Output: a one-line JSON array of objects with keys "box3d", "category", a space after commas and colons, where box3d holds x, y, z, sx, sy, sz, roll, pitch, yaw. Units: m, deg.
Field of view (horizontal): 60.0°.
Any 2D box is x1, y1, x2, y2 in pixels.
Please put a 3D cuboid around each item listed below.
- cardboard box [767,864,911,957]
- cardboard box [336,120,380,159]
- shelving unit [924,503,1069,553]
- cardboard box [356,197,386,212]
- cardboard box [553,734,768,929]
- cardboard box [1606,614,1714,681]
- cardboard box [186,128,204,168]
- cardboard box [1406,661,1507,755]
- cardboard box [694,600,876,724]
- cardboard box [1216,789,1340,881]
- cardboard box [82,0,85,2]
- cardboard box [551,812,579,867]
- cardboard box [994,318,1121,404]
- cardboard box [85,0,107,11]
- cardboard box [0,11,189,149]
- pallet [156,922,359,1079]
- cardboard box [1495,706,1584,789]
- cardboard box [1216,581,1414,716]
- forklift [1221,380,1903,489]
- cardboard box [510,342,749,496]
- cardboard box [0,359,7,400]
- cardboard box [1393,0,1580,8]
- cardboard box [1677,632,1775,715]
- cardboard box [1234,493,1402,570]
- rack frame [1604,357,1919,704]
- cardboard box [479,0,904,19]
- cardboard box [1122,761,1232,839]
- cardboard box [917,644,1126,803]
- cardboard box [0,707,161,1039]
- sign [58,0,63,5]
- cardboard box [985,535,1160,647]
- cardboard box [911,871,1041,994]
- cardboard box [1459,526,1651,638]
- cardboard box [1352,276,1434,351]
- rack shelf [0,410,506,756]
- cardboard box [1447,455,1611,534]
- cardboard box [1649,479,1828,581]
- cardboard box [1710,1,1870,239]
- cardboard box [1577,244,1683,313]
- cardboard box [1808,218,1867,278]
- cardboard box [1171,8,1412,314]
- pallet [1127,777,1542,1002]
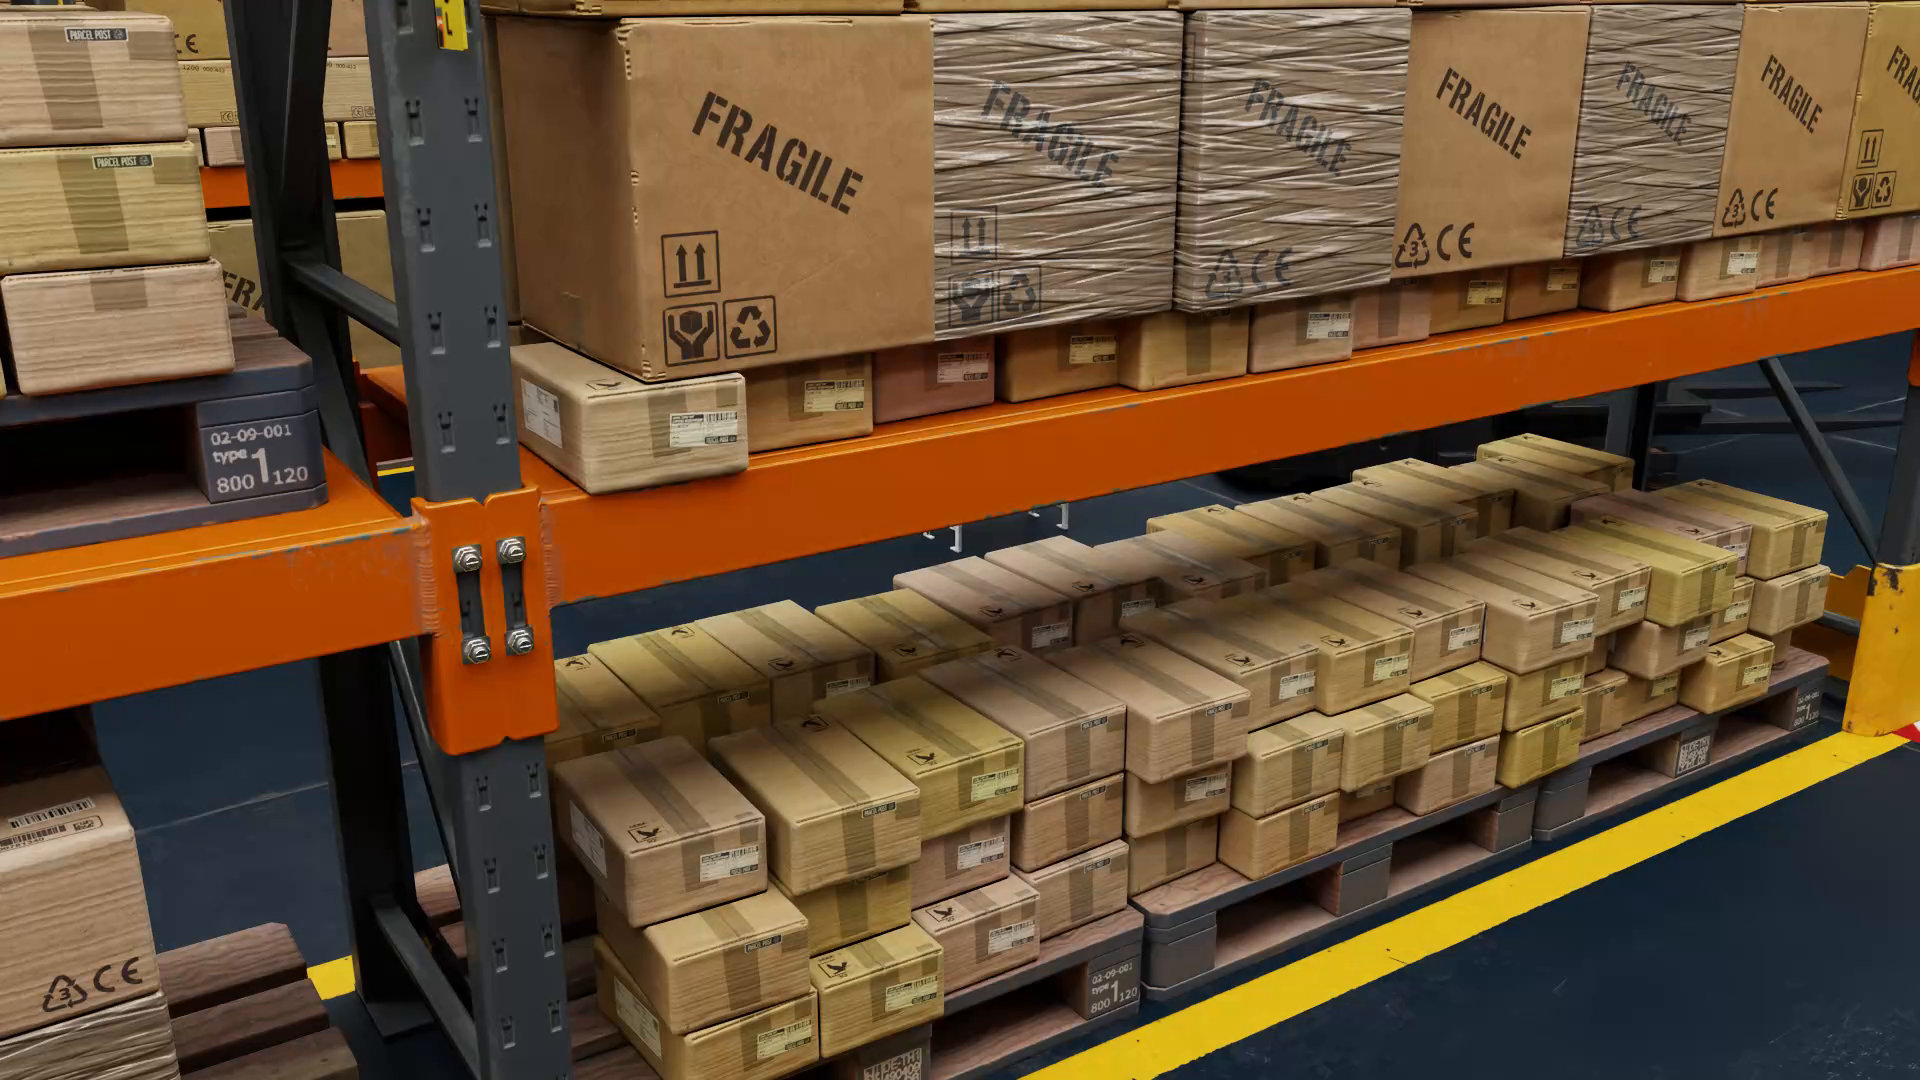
[{"box3d": [-0.294, 0.604, 3.106, 0.250, 0.149, 0.380, -12, 22, -31], "category": "cardboard box"}, {"box3d": [-2.490, -1.688, 6.947, 0.250, 0.149, 0.380, -13, 22, -33], "category": "cardboard box"}, {"box3d": [0.138, -0.598, 6.139, 0.503, 1.200, 0.258, -12, 22, -31], "category": "shelving unit"}, {"box3d": [-2.231, -1.150, 7.626, 0.875, 0.875, 0.875, -12, 22, -31], "category": "cardboard box"}, {"box3d": [-0.533, 0.504, 2.936, 0.250, 0.149, 0.380, -11, 22, -29], "category": "cardboard box"}, {"box3d": [1.689, 0.207, 4.279, 0.250, 0.149, 0.380, -13, 23, -34], "category": "cardboard box"}, {"box3d": [-3.148, -1.549, 6.534, 0.250, 0.149, 0.380, -12, 22, -31], "category": "cardboard box"}, {"box3d": [1.040, 0.342, 3.880, 0.250, 0.149, 0.380, -11, 21, -29], "category": "cardboard box"}, {"box3d": [-0.385, 0.276, 3.611, 0.250, 0.149, 0.380, -12, 22, -32], "category": "cardboard box"}, {"box3d": [0.608, 0.574, 3.659, 0.250, 0.149, 0.380, -13, 22, -33], "category": "cardboard box"}, {"box3d": [-7.615, -5.065, 14.826, 0.500, 0.500, 0.500, -13, 22, -33], "category": "cardboard box"}, {"box3d": [-0.846, 0.510, 3.383, 0.250, 0.149, 0.380, -11, 22, -30], "category": "cardboard box"}, {"box3d": [0.081, -0.376, 3.066, 0.250, 0.149, 0.380, -13, 23, -34], "category": "cardboard box"}, {"box3d": [-3.341, -2.282, 6.910, 0.500, 0.500, 0.500, -11, 22, -30], "category": "cardboard box"}, {"box3d": [-1.162, -0.599, 2.140, 0.250, 0.149, 0.380, -11, 21, -29], "category": "cardboard box"}, {"box3d": [-1.584, 1.098, 2.666, 1.213, 0.211, 1.003, -12, 22, -31], "category": "pallet"}, {"box3d": [1.277, 0.440, 4.055, 0.250, 0.149, 0.380, -13, 23, -34], "category": "cardboard box"}, {"box3d": [0.786, 0.236, 3.730, 0.250, 0.149, 0.380, -12, 22, -31], "category": "cardboard box"}, {"box3d": [2.557, -1.765, 6.889, 3.031, 2.935, 1.130, -1, 19, -3], "category": "forklift"}, {"box3d": [-0.518, -0.203, 2.555, 0.250, 0.149, 0.380, -11, 22, -29], "category": "cardboard box"}, {"box3d": [-1.374, -0.271, 2.100, 0.250, 0.149, 0.380, -12, 22, -31], "category": "cardboard box"}, {"box3d": [0.868, -1.302, 3.231, 0.500, 0.500, 0.500, -13, 23, -33], "category": "cardboard box"}, {"box3d": [1.922, 0.308, 4.446, 0.250, 0.149, 0.380, -11, 22, -30], "category": "cardboard box"}, {"box3d": [0.938, 0.010, 4.400, 0.250, 0.149, 0.380, -11, 22, -29], "category": "cardboard box"}, {"box3d": [2.406, -1.065, 4.710, 0.127, 3.000, 1.000, -12, 22, -31], "category": "rack frame"}, {"box3d": [-0.424, -1.036, 2.445, 0.500, 0.500, 0.500, -11, 22, -30], "category": "cardboard box"}, {"box3d": [0.360, 0.462, 3.525, 0.250, 0.149, 0.380, -11, 21, -29], "category": "cardboard box"}, {"box3d": [0.119, 0.362, 3.357, 0.250, 0.149, 0.380, -13, 22, -33], "category": "cardboard box"}, {"box3d": [-1.418, 0.469, 2.251, 0.500, 0.250, 0.500, -13, 22, -33], "category": "cardboard box"}, {"box3d": [-3.271, -2.072, 6.006, 0.005, 0.325, 0.100, -12, 22, -31], "category": "sign"}, {"box3d": [0.268, 0.128, 4.049, 0.250, 0.149, 0.380, -13, 23, -33], "category": "cardboard box"}, {"box3d": [-0.052, 0.709, 3.260, 0.250, 0.149, 0.380, -12, 22, -32], "category": "cardboard box"}, {"box3d": [1.464, 0.103, 4.122, 0.250, 0.149, 0.380, -13, 23, -34], "category": "cardboard box"}, {"box3d": [0.754, -0.508, 3.456, 0.250, 0.149, 0.380, -11, 22, -29], "category": "cardboard box"}, {"box3d": [-2.605, 0.333, 1.699, 4.000, 0.370, 1.077, -12, 22, -31], "category": "rack shelf"}, {"box3d": [1.618, -0.113, 4.761, 0.250, 0.149, 0.380, -11, 22, -30], "category": "cardboard box"}, {"box3d": [2.103, -0.034, 4.528, 0.250, 0.149, 0.380, -12, 22, -31], "category": "cardboard box"}, {"box3d": [1.739, -1.016, 3.945, 0.500, 0.500, 0.500, -12, 22, -32], "category": "cardboard box"}, {"box3d": [1.423, -0.641, 3.849, 0.250, 0.149, 0.380, -13, 23, -34], "category": "cardboard box"}, {"box3d": [2.061, -0.779, 4.257, 0.250, 0.149, 0.380, -12, 22, -31], "category": "cardboard box"}, {"box3d": [0.468, -0.736, 3.119, 0.500, 0.500, 0.500, -12, 22, -33], "category": "cardboard box"}, {"box3d": [0.627, 0.617, 4.090, 1.213, 0.211, 1.003, -12, 22, -31], "category": "pallet"}]
